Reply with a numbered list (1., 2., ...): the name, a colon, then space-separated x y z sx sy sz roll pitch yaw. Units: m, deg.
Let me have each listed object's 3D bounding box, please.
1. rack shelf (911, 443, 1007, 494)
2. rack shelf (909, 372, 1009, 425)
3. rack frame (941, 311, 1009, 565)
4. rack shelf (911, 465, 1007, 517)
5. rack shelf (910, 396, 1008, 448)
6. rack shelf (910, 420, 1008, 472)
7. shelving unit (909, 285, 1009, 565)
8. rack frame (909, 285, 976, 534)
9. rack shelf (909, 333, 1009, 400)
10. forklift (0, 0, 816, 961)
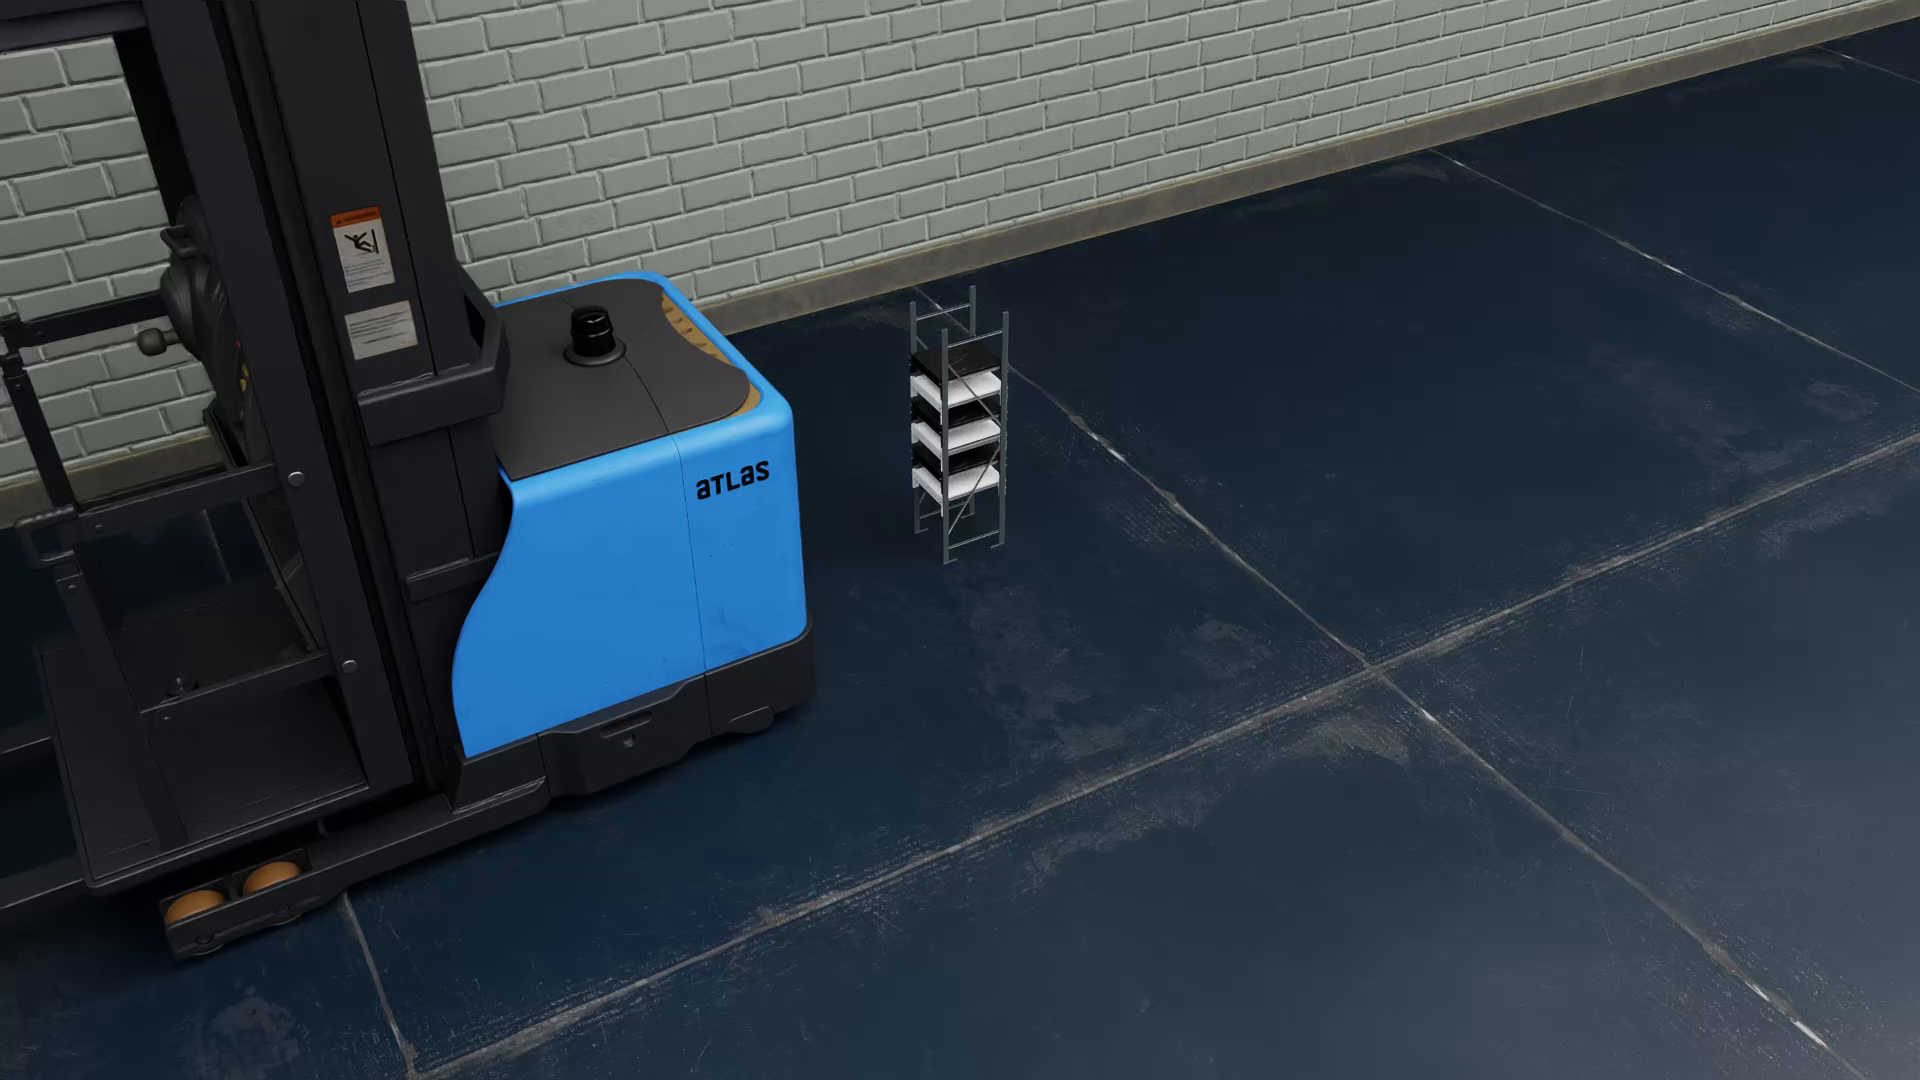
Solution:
1. rack shelf: -0.004 -0.268 5.563 0.258 0.077 0.200 -19 40 -24
2. rack shelf: -0.004 -0.486 5.404 0.258 0.077 0.200 -19 40 -24
3. rack frame: 0.047 -0.316 5.419 0.240 0.900 0.006 -19 40 -24
4. rack shelf: -0.004 -0.195 5.616 0.258 0.077 0.200 -19 40 -24
5. rack shelf: -0.004 -0.413 5.457 0.258 0.077 0.200 -19 40 -24
6. rack shelf: -0.004 -0.341 5.510 0.258 0.077 0.200 -19 40 -24
7. shelving unit: -0.004 -0.368 5.490 0.258 0.900 0.210 -19 40 -24
8. rack frame: -0.055 -0.419 5.561 0.240 0.900 0.006 -19 40 -24
9. rack shelf: -0.004 -0.559 5.351 0.258 0.077 0.200 -19 40 -24
10. forklift: -1.965 -0.472 3.912 3.031 2.935 1.130 -19 40 -24
